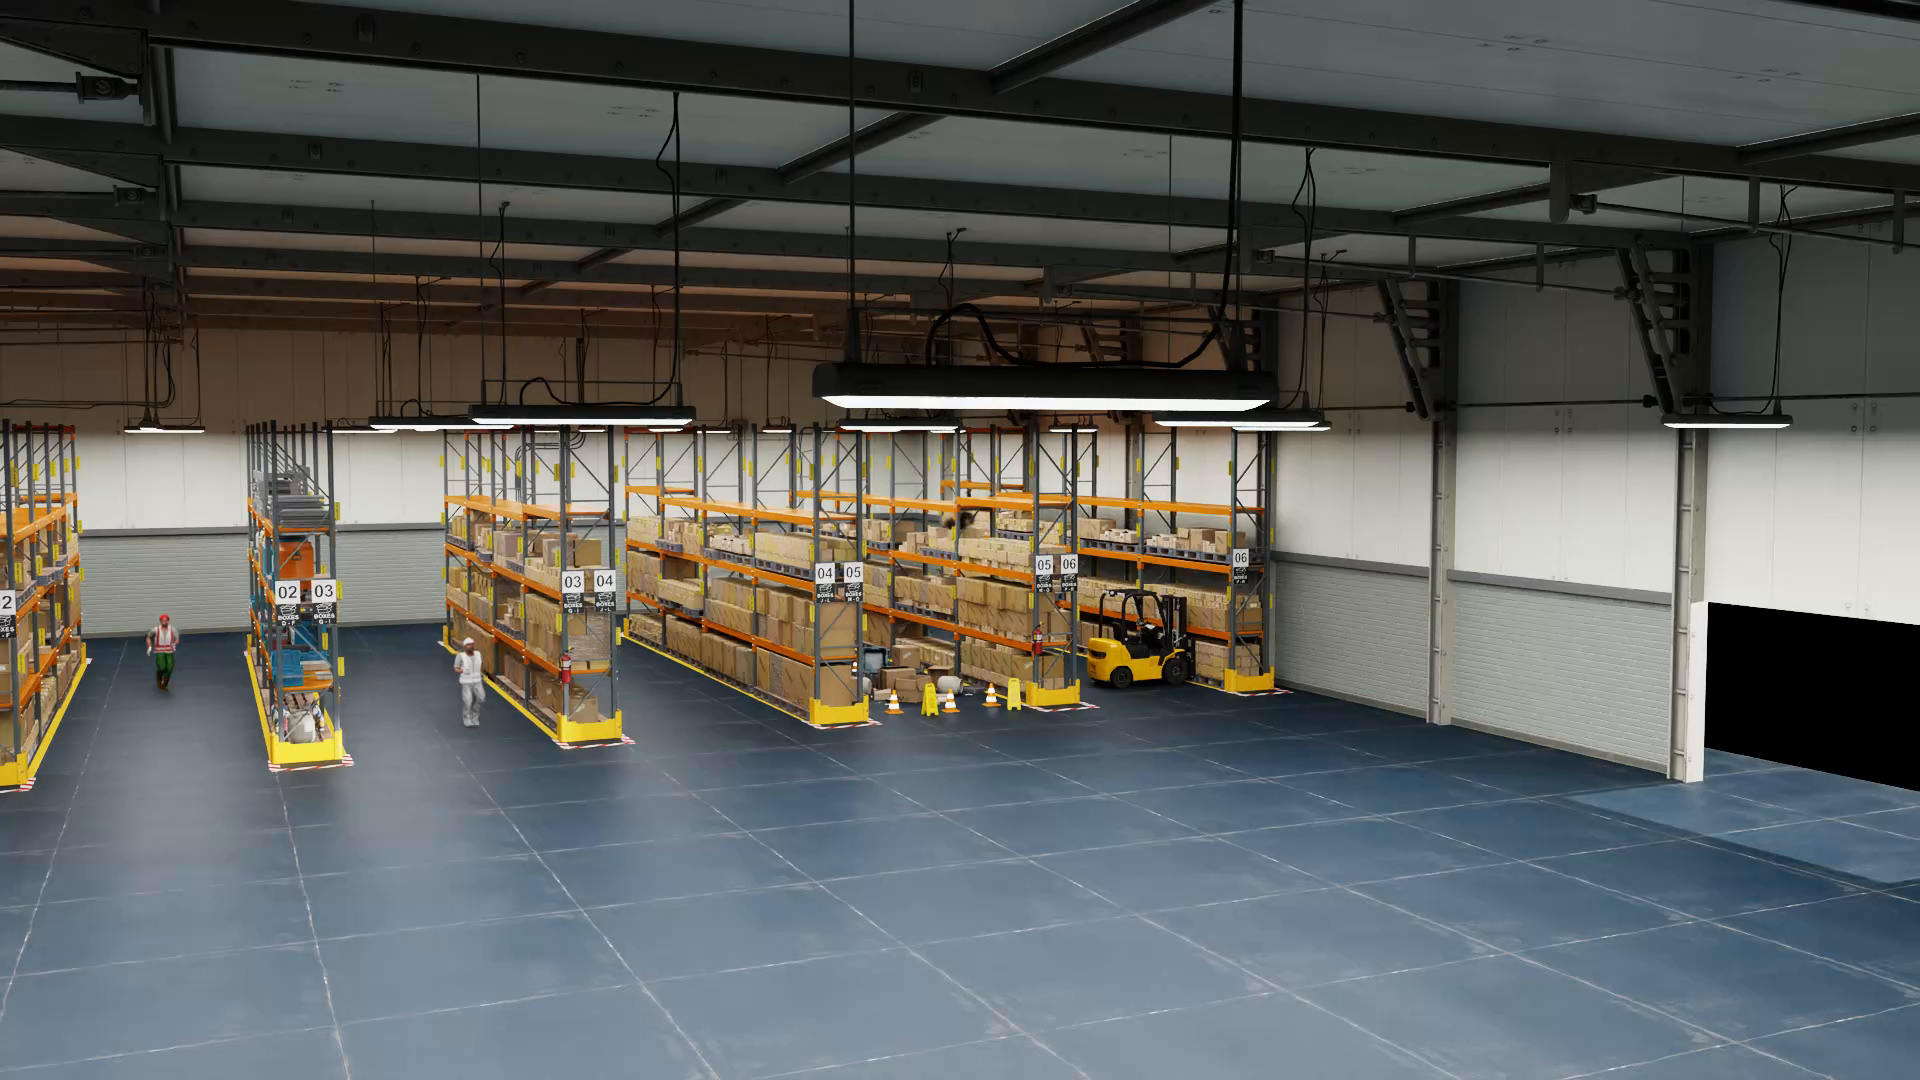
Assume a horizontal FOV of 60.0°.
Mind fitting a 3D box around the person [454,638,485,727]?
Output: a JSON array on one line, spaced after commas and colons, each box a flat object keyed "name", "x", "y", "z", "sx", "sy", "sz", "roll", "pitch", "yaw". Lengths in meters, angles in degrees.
[{"name": "person", "x": -9.548, "y": 2.803, "z": 32.562, "sx": 0.662, "sy": 1.767, "sz": 0.633, "roll": -3, "pitch": 4, "yaw": -36}]

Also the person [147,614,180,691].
[{"name": "person", "x": -17.766, "y": 2.522, "z": 37.128, "sx": 0.659, "sy": 1.737, "sz": 0.672, "roll": -3, "pitch": 4, "yaw": -37}]

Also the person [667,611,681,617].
[{"name": "person", "x": -8.456, "y": 1.884, "z": 49.003, "sx": 0.834, "sy": 1.539, "sz": 0.601, "roll": 2, "pitch": 4, "yaw": 30}]
